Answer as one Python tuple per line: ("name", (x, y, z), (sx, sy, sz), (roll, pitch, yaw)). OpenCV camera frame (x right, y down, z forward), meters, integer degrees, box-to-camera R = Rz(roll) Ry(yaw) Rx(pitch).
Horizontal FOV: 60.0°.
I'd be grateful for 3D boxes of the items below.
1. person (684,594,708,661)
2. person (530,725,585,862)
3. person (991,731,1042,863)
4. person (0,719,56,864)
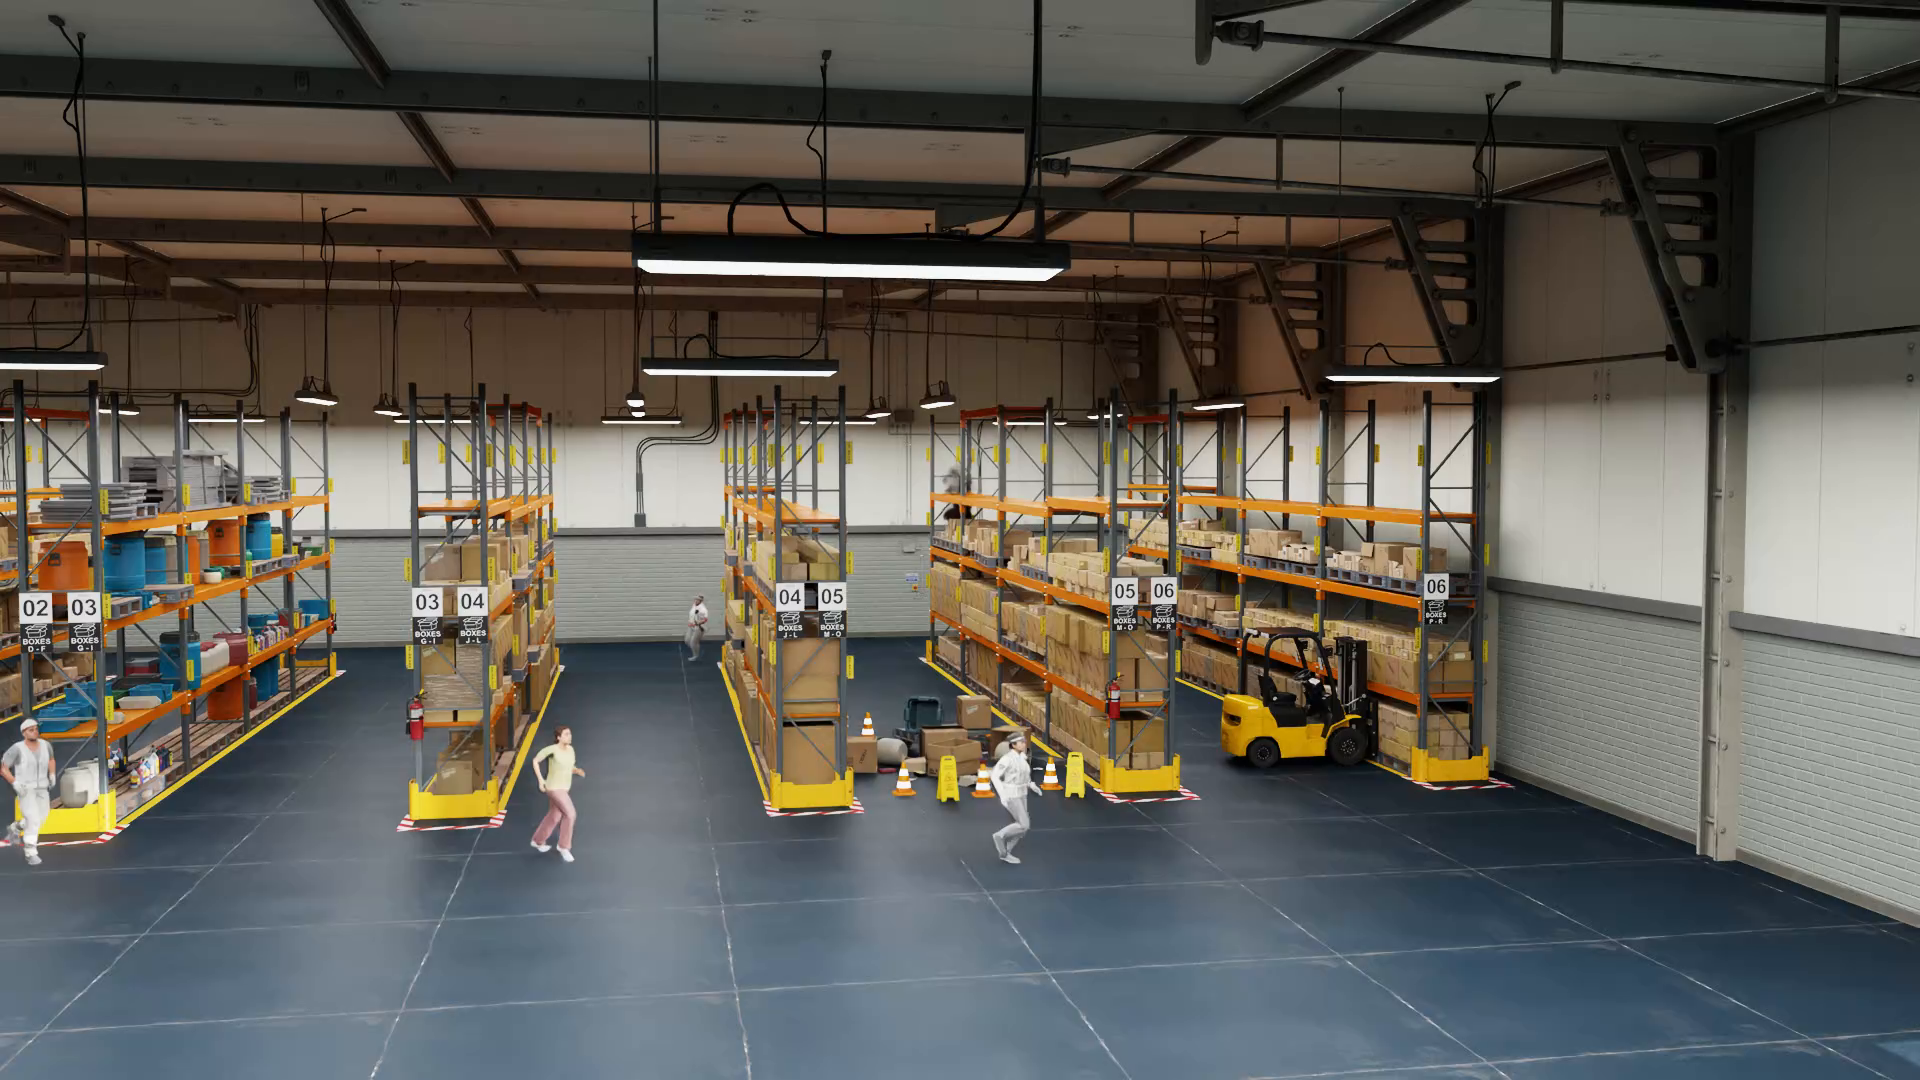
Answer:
("person", (-6.396, 2.122, 40.364), (0.566, 1.684, 0.811), (-2, 4, -40))
("person", (-5.023, 3.135, 20.700), (0.829, 1.687, 0.493), (1, 3, 22))
("person", (0.716, 3.153, 20.401), (0.574, 1.644, 0.577), (2, 4, 35))
("person", (-11.554, 3.086, 20.580), (0.701, 1.774, 0.649), (2, 3, 30))
